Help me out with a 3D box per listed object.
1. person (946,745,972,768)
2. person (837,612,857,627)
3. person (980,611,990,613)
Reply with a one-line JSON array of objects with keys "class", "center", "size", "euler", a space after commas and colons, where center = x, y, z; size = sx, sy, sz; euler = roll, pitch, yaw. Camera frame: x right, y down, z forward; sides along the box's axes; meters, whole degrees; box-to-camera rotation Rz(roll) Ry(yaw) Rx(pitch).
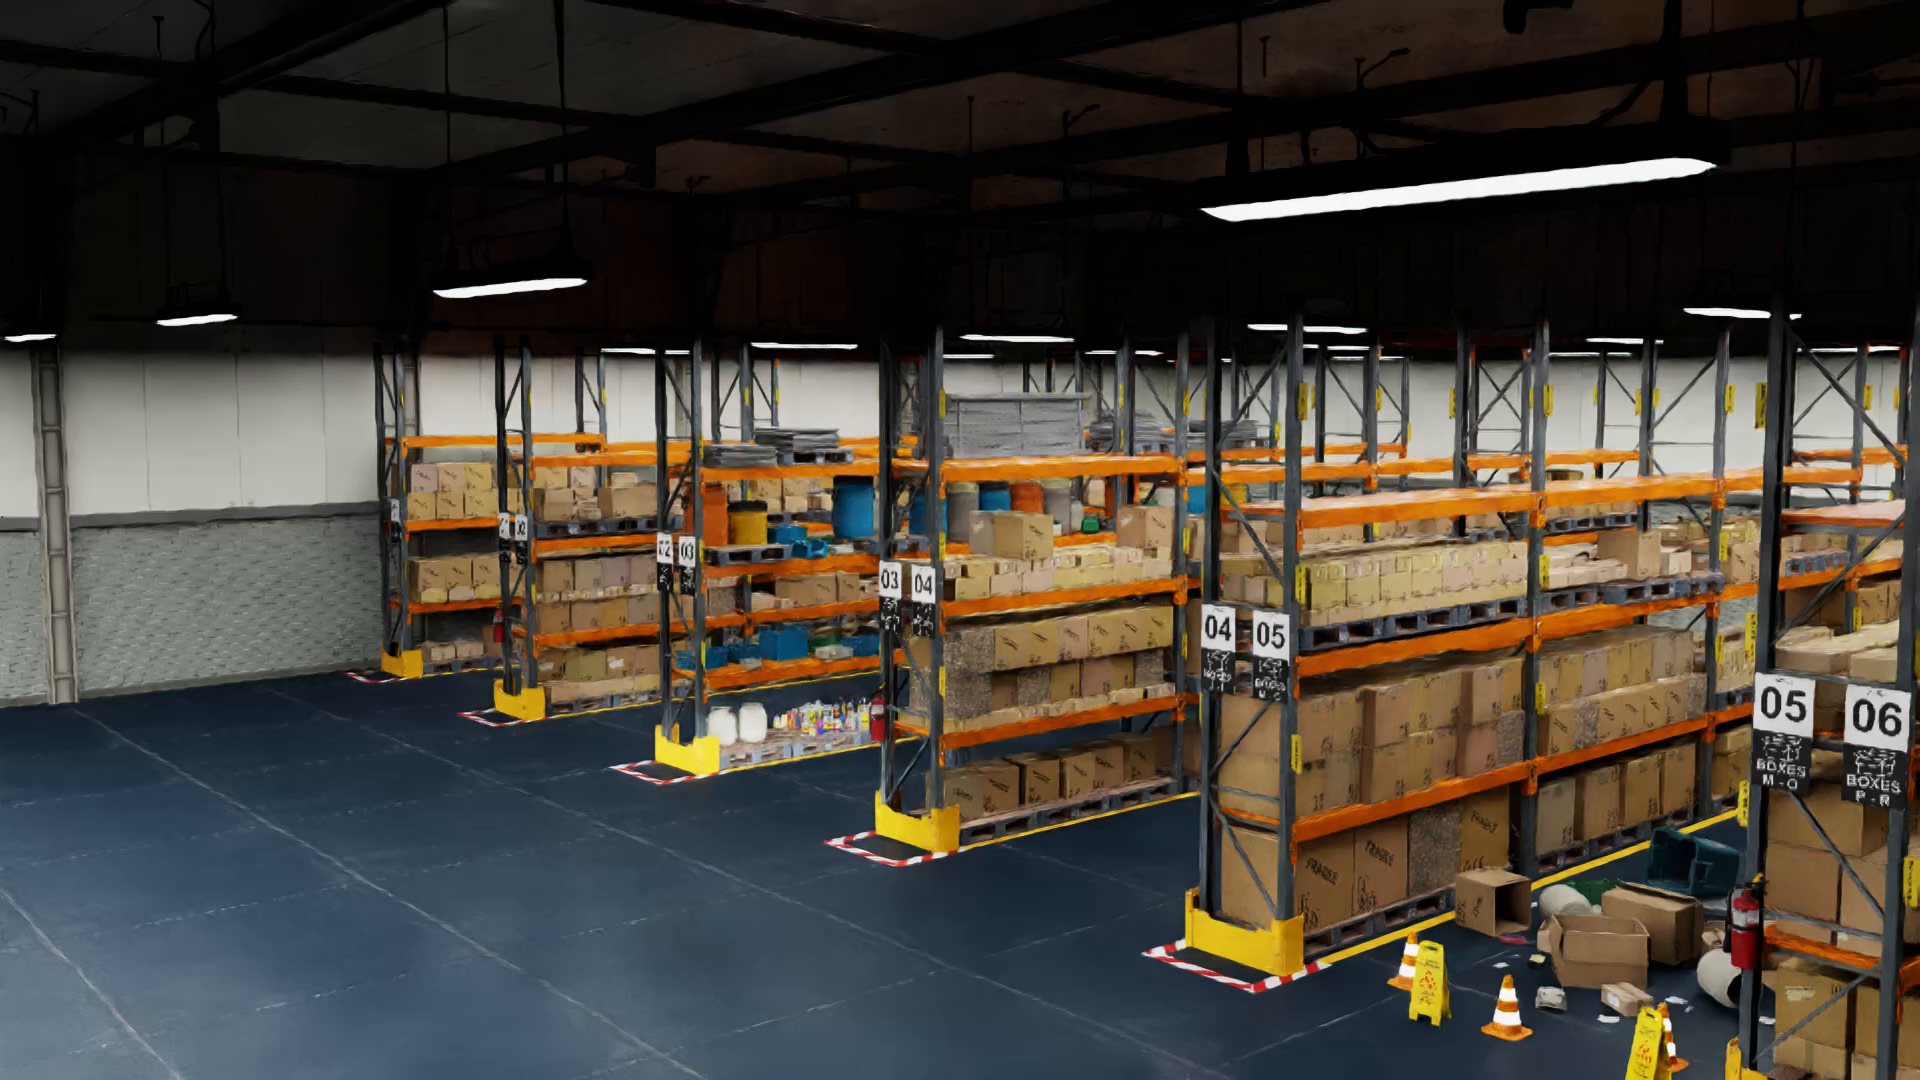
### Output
[{"class": "person", "center": [0.048, 2.275, 21.892], "size": [0.431, 1.771, 0.632], "euler": [2, 5, 18]}, {"class": "person", "center": [-2.265, 1.431, 32.518], "size": [1.034, 1.512, 0.418], "euler": [-4, 7, -38]}, {"class": "person", "center": [0.465, 1.538, 30.409], "size": [1.116, 1.671, 0.545], "euler": [-5, 7, -43]}]
